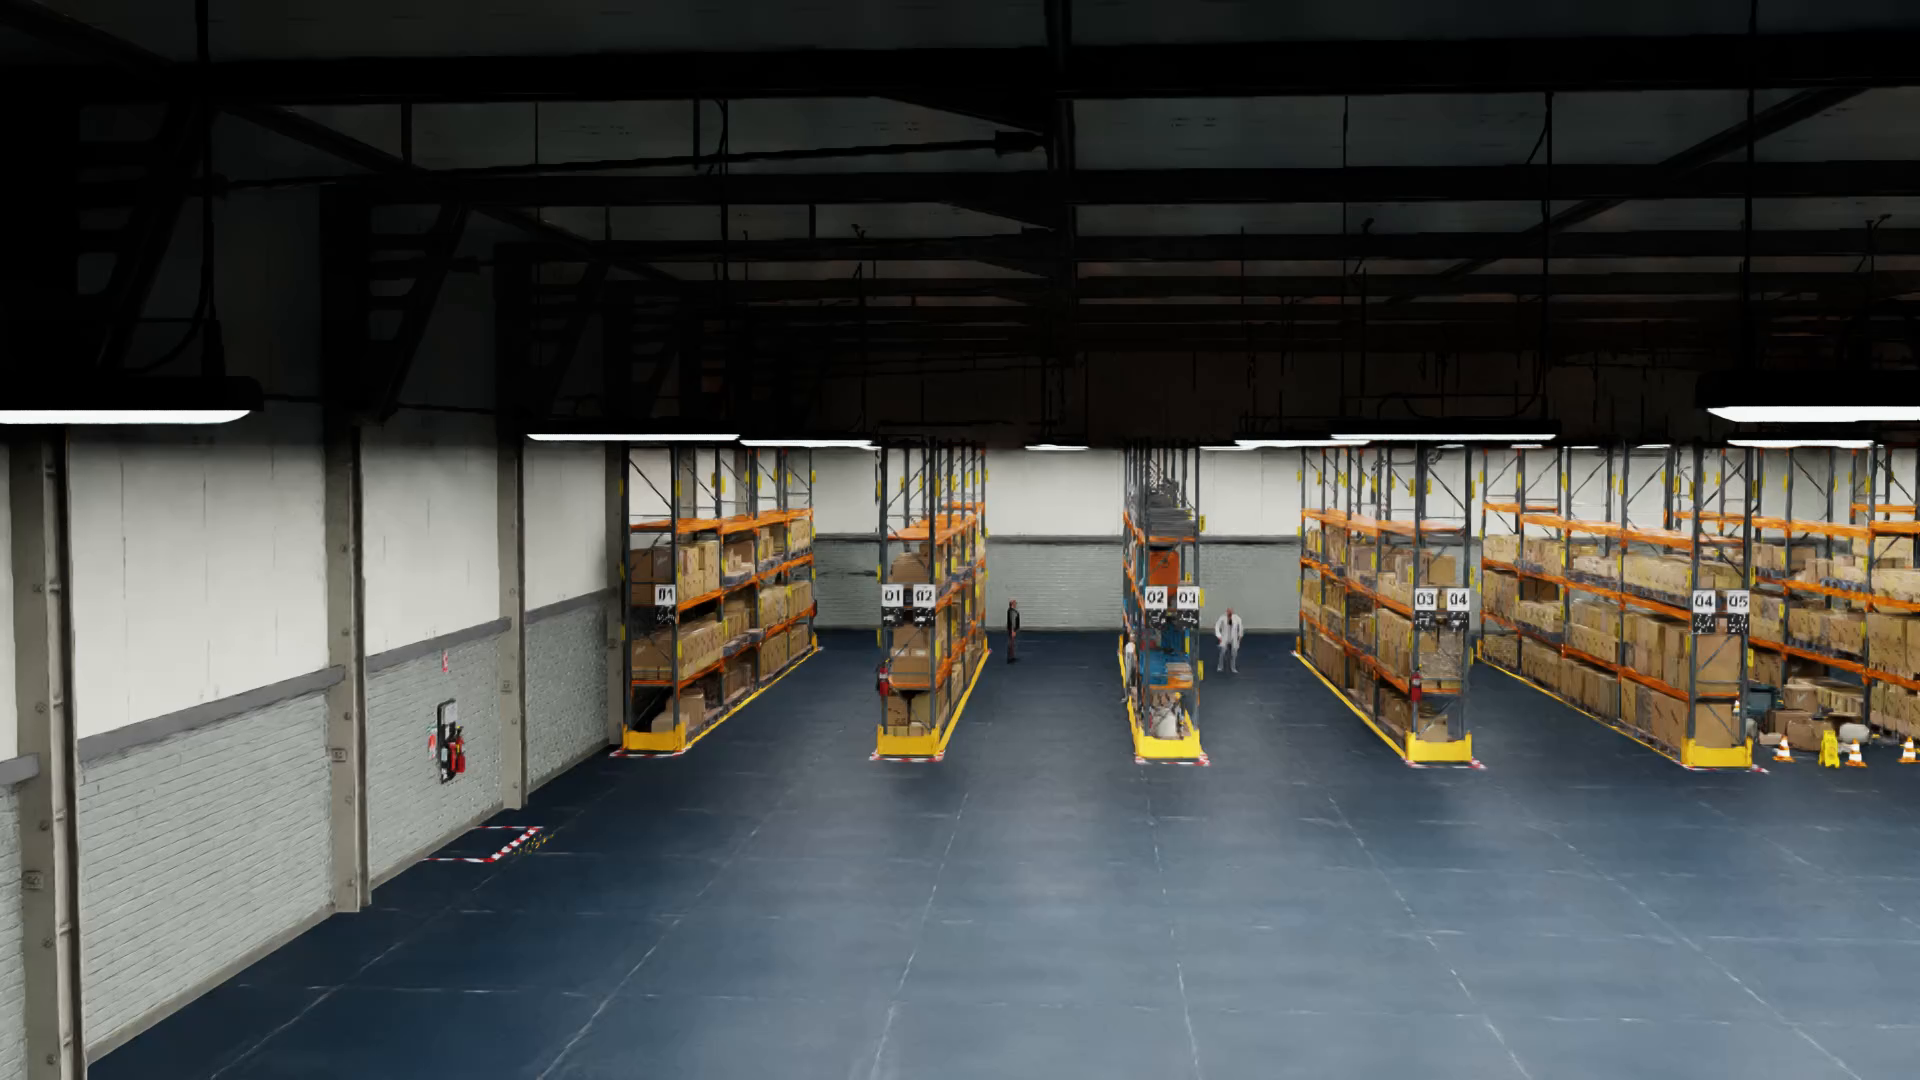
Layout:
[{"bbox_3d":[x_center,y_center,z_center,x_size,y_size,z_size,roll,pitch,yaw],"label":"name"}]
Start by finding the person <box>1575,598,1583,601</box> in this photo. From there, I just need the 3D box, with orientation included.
[{"bbox_3d":[16.656,2.442,44.823,0.500,1.758,0.736,0,3,-1],"label":"person"}]

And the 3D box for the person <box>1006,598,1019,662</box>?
[{"bbox_3d":[1.440,2.439,45.095,0.382,1.721,0.622,0,3,-2],"label":"person"}]

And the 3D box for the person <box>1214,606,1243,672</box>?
[{"bbox_3d":[6.962,2.557,43.105,0.729,1.733,0.538,0,3,2],"label":"person"}]

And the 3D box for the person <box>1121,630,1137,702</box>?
[{"bbox_3d":[4.024,2.867,38.030,0.519,1.629,0.947,1,3,25],"label":"person"}]
